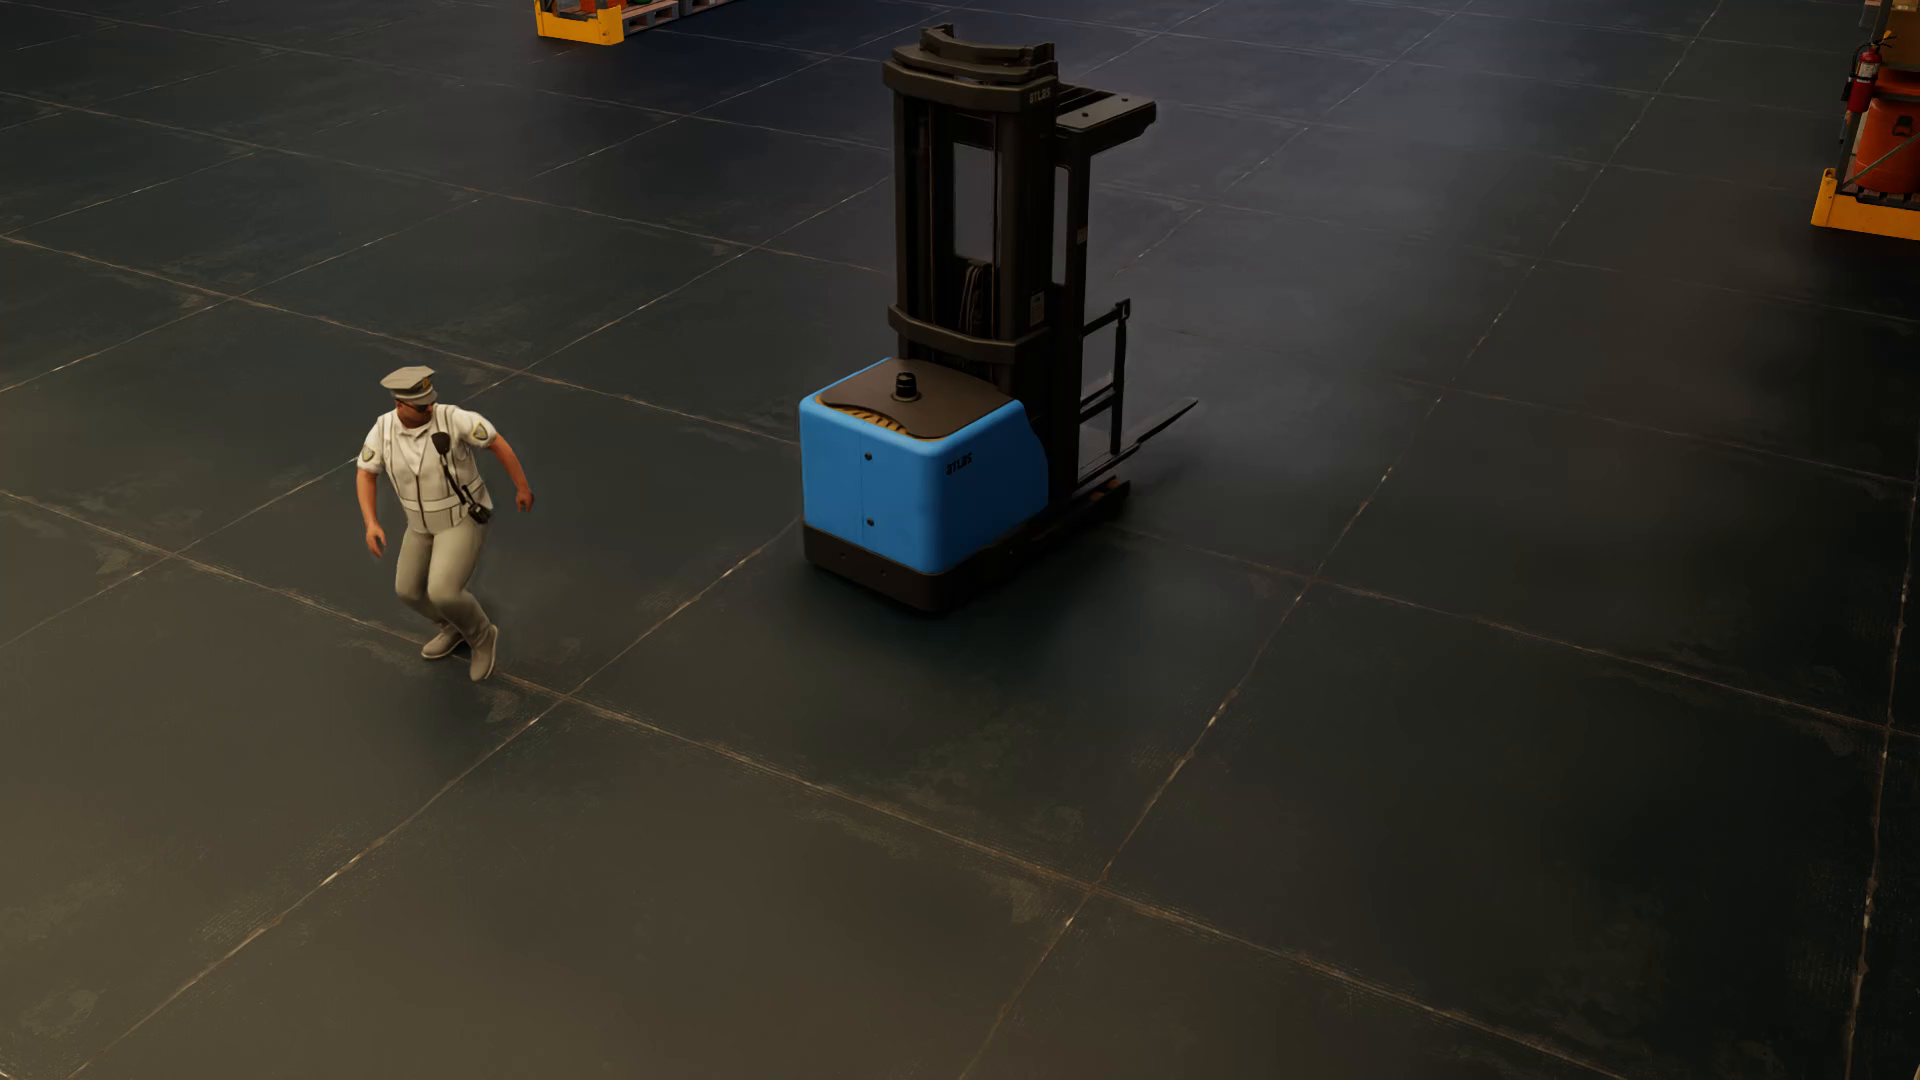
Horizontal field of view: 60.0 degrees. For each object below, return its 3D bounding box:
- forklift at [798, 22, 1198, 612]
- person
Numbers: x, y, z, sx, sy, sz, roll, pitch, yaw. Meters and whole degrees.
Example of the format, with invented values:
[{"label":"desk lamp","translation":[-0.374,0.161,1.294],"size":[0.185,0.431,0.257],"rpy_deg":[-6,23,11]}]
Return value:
[{"label":"forklift","translation":[0.400,-1.542,9.742],"size":[1.130,2.935,3.031],"rpy_deg":[22,36,33]},{"label":"person","translation":[-2.666,-0.087,8.523],"size":[0.723,1.711,0.732],"rpy_deg":[11,32,18]}]
